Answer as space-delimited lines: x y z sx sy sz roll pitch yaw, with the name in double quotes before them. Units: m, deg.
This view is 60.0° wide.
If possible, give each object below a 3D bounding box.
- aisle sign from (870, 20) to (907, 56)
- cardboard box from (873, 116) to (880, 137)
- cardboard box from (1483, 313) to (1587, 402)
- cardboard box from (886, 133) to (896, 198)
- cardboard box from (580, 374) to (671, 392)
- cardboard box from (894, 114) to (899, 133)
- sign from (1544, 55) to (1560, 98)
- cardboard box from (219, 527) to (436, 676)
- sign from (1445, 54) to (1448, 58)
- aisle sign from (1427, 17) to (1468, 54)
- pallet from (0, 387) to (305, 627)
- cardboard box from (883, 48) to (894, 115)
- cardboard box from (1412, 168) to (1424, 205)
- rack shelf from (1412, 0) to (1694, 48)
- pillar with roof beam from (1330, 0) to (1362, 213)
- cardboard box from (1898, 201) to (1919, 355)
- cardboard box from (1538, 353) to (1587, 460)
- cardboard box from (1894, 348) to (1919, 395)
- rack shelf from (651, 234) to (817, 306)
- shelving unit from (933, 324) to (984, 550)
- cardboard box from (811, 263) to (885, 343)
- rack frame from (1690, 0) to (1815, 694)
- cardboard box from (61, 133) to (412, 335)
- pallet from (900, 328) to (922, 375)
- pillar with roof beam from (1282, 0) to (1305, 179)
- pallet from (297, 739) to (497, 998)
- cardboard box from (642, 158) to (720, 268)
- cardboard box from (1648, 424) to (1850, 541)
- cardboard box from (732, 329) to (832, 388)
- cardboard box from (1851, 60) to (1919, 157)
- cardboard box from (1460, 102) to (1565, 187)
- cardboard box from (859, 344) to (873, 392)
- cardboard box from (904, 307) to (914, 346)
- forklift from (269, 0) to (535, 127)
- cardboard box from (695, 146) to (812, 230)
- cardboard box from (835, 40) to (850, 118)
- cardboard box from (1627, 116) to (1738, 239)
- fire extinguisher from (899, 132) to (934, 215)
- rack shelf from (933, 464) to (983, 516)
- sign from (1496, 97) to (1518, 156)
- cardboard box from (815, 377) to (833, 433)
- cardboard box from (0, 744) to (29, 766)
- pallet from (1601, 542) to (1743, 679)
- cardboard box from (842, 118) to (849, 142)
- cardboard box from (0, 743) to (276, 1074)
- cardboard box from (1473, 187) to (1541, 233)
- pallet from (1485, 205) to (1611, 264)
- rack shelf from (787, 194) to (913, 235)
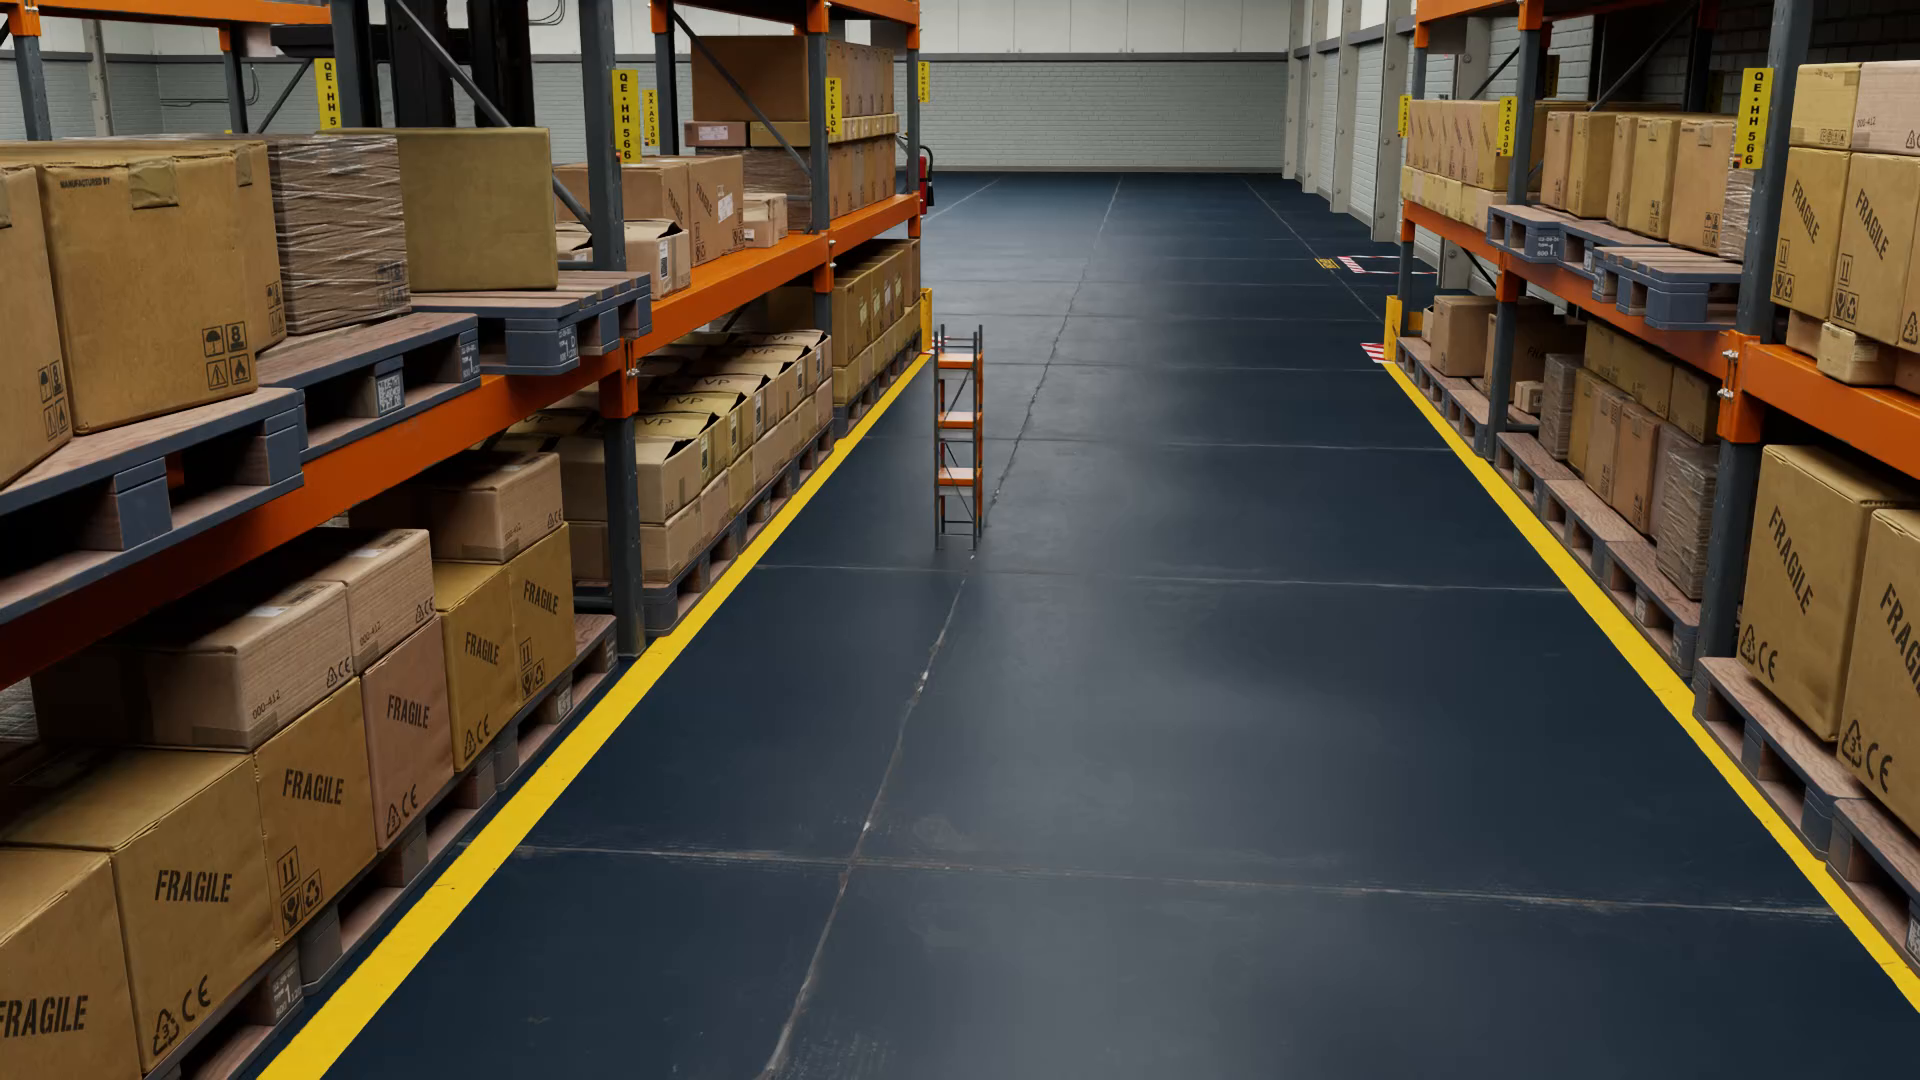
"aisle sign" -0.538 -4.351 13.526 0.394 0.787 0.004 2 15 6
"cardboard box" -0.807 -3.077 12.360 0.380 0.149 0.250 2 15 8
"cardboard box" 3.711 -1.181 10.730 0.500 0.500 0.500 1 15 2
"cardboard box" -0.902 -3.015 13.375 0.700 0.500 0.500 2 15 6
"cardboard box" -1.755 -0.698 8.385 0.500 0.311 0.500 2 15 8
"cardboard box" -0.691 -3.344 13.349 0.380 0.149 0.250 1 15 5
"sign" 4.635 -3.633 13.026 0.100 0.325 0.005 2 15 6
"cardboard box" -1.725 0.149 4.373 0.500 0.250 0.500 1 15 5
"sign" 5.960 -6.050 20.348 0.001 0.298 0.199 2 15 6
"aisle sign" 3.796 -4.225 13.061 0.394 0.787 0.004 2 15 6
"pallet" -1.992 -0.087 3.104 1.003 0.211 1.213 2 15 6
"cardboard box" -0.908 -3.628 13.155 0.700 0.500 0.500 2 15 6
"cardboard box" 3.671 -2.628 12.382 0.500 0.250 0.500 1 15 5
"rack shelf" 3.860 -3.525 11.082 1.077 0.370 4.000 2 15 6
"pillar with roof beam" 2.620 -10.427 29.483 9.100 9.000 0.400 2 15 6
"cardboard box" 2.748 -0.687 4.155 0.500 0.500 0.500 2 15 6
"cardboard box" 3.568 -0.720 9.023 0.700 0.500 0.500 2 15 8
"cardboard box" 2.858 -0.477 4.624 0.380 0.149 0.250 2 15 6
"rack shelf" -1.514 -1.279 8.148 0.919 0.124 3.809 2 15 6
"shelving unit" -0.006 -0.493 7.974 0.215 1.050 0.252 2 15 6
"cardboard box" -0.812 -1.658 11.574 0.500 0.500 0.500 2 15 6
"rack frame" 3.183 -0.868 5.625 1.000 3.000 0.127 2 15 6
"cardboard box" -1.992 -0.866 4.620 0.700 0.500 0.500 5 16 17
"pallet" -0.882 -1.542 13.460 1.003 0.211 1.213 2 15 6
"pillar with roof beam" 3.974 -13.539 40.993 9.100 9.000 0.400 2 15 6
"pallet" -2.002 0.841 4.646 1.003 0.211 1.213 2 15 6
"cardboard box" -1.507 -1.633 8.264 0.500 0.500 0.500 2 15 6
"cardboard box" 3.386 -0.192 7.071 0.700 0.500 0.500 2 15 6
"cardboard box" -1.049 -1.083 9.809 0.500 0.311 0.500 2 15 6
"cardboard box" 2.815 -1.182 4.550 0.500 0.250 0.500 1 15 5
"cardboard box" 3.431 -2.466 10.347 0.500 0.500 0.500 2 15 6
"cardboard box" -0.873 -1.166 11.193 0.500 0.250 0.500 2 15 6
"cardboard box" -0.648 -1.685 13.111 0.500 0.250 0.500 2 15 6
"forklift" -3.432 -2.099 10.310 3.031 2.935 1.130 7 17 24
"cardboard box" -1.245 -2.214 10.411 0.700 0.500 0.500 1 15 5
"cardboard box" -1.132 -3.101 11.207 0.700 0.500 0.500 2 15 6
"cardboard box" 3.344 -1.574 7.204 0.700 0.500 0.500 2 15 6
"fire extinguisher" -0.362 -3.067 13.907 0.296 0.674 0.183 2 15 6
"rack shelf" -0.006 -0.214 8.049 0.215 0.259 0.240 2 15 6
"sign" 3.094 -2.337 9.400 0.100 0.325 0.005 2 15 6
"cardboard box" -1.047 -0.810 9.872 0.500 0.250 0.500 2 15 6
"cardboard box" -2.356 0.755 3.571 0.500 0.500 0.500 2 15 6
"pallet" 3.272 0.276 6.738 1.003 0.211 1.213 2 15 6
"cardboard box" -0.951 -2.741 11.117 0.380 0.149 0.250 1 15 4
"cardboard box" -1.845 0.762 3.543 0.500 0.500 0.500 2 15 7
"cardboard box" 3.386 -1.974 9.966 0.500 0.250 0.500 2 15 6
"pallet" 3.403 -1.619 8.769 1.003 0.211 1.213 2 15 6
"rack shelf" -1.063 -2.316 11.984 0.919 0.124 3.809 2 15 6
